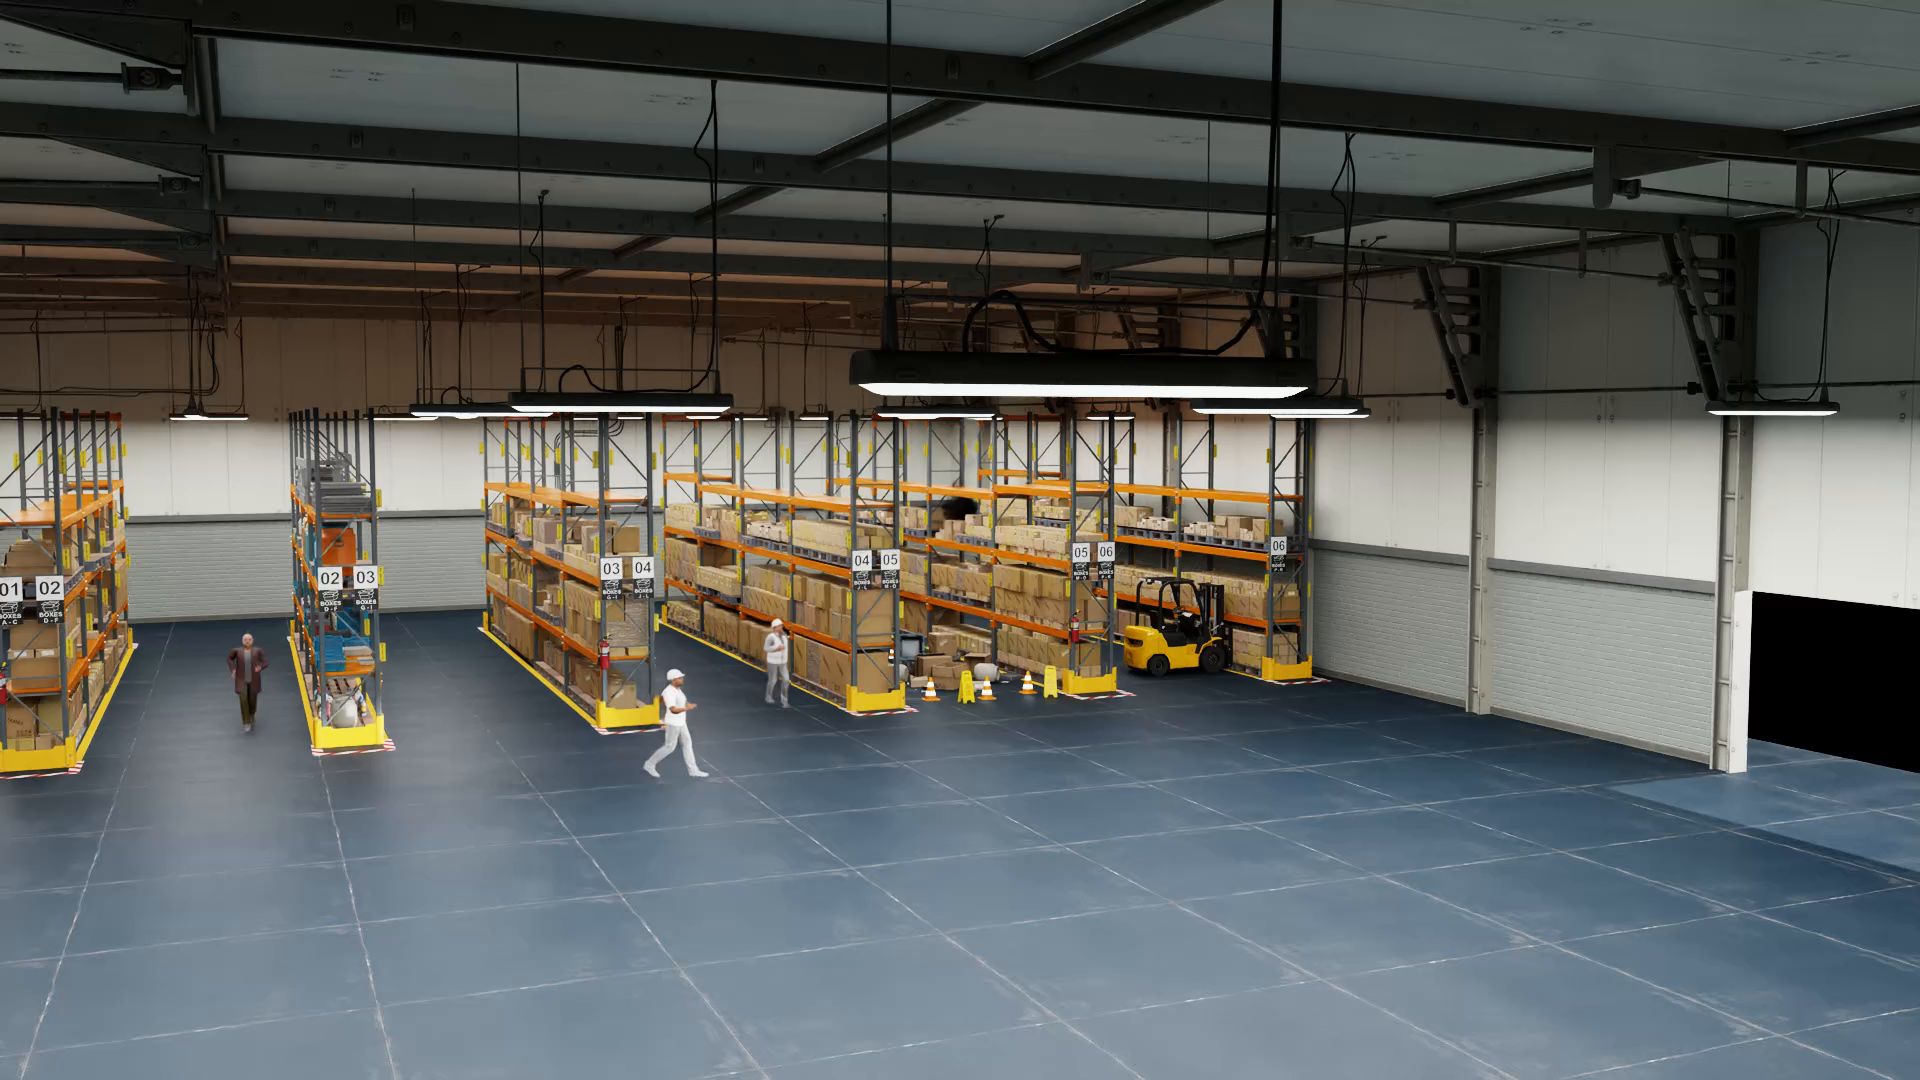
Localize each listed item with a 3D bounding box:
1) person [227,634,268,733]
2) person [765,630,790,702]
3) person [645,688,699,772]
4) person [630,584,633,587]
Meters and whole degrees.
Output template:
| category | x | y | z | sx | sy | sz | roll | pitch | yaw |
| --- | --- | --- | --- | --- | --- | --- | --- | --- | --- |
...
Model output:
| category | x | y | z | sx | sy | sz | roll | pitch | yaw |
| --- | --- | --- | --- | --- | --- | --- | --- | --- | --- |
| person | -13.330 | 2.647 | 31.139 | 0.708 | 1.792 | 1.047 | -2 | 4 | -24 |
| person | -3.722 | 2.526 | 33.581 | 0.446 | 1.446 | 0.681 | -3 | 5 | -40 |
| person | -4.618 | 3.038 | 26.618 | 0.831 | 1.392 | 0.676 | 0 | 4 | 1 |
| person | -9.710 | 1.608 | 47.454 | 0.693 | 1.586 | 0.572 | 1 | 4 | 20 |
